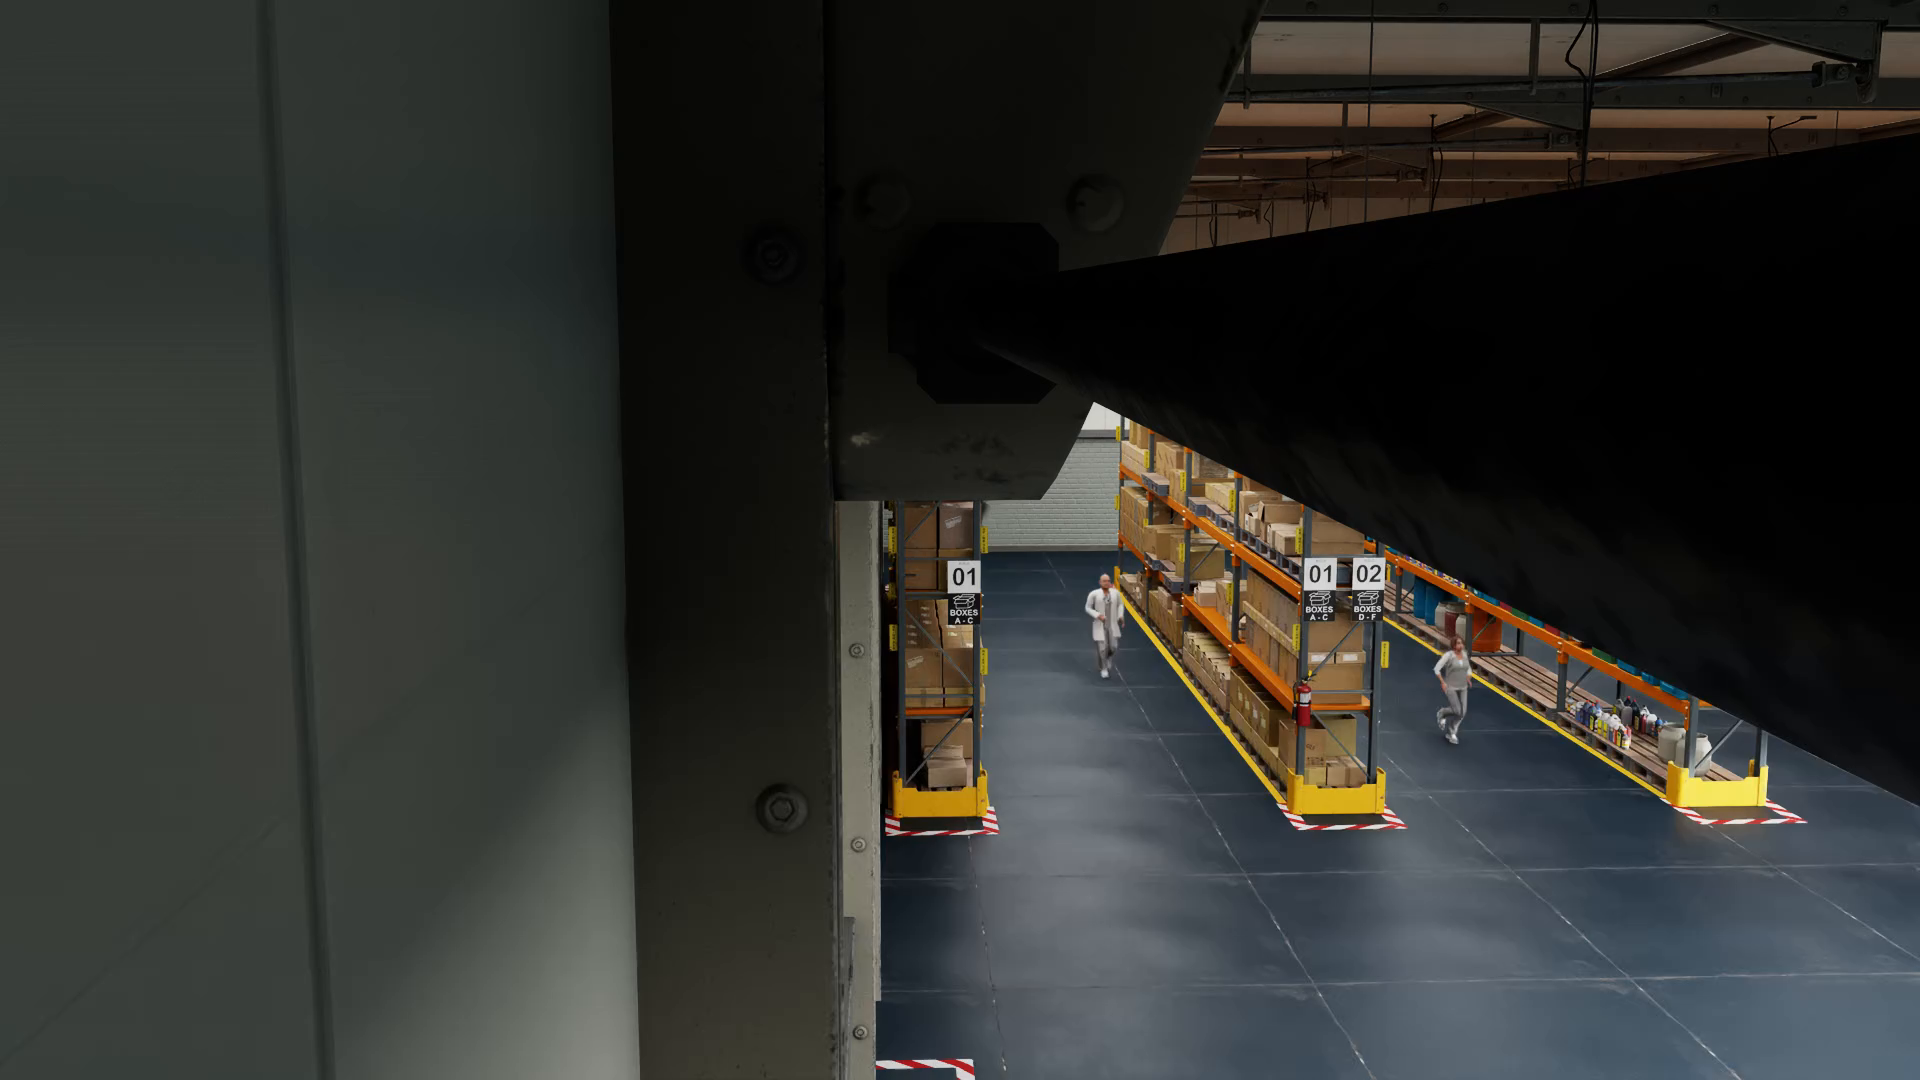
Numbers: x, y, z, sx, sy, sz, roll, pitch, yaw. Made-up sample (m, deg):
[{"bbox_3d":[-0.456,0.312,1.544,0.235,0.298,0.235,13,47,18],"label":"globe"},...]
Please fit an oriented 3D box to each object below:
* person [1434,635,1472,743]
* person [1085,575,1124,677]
[{"bbox_3d":[7.123,2.145,23.940,0.547,1.565,0.541,-2,9,-16],"label":"person"},{"bbox_3d":[2.457,1.451,28.032,0.700,1.737,0.631,-1,8,-9],"label":"person"}]
